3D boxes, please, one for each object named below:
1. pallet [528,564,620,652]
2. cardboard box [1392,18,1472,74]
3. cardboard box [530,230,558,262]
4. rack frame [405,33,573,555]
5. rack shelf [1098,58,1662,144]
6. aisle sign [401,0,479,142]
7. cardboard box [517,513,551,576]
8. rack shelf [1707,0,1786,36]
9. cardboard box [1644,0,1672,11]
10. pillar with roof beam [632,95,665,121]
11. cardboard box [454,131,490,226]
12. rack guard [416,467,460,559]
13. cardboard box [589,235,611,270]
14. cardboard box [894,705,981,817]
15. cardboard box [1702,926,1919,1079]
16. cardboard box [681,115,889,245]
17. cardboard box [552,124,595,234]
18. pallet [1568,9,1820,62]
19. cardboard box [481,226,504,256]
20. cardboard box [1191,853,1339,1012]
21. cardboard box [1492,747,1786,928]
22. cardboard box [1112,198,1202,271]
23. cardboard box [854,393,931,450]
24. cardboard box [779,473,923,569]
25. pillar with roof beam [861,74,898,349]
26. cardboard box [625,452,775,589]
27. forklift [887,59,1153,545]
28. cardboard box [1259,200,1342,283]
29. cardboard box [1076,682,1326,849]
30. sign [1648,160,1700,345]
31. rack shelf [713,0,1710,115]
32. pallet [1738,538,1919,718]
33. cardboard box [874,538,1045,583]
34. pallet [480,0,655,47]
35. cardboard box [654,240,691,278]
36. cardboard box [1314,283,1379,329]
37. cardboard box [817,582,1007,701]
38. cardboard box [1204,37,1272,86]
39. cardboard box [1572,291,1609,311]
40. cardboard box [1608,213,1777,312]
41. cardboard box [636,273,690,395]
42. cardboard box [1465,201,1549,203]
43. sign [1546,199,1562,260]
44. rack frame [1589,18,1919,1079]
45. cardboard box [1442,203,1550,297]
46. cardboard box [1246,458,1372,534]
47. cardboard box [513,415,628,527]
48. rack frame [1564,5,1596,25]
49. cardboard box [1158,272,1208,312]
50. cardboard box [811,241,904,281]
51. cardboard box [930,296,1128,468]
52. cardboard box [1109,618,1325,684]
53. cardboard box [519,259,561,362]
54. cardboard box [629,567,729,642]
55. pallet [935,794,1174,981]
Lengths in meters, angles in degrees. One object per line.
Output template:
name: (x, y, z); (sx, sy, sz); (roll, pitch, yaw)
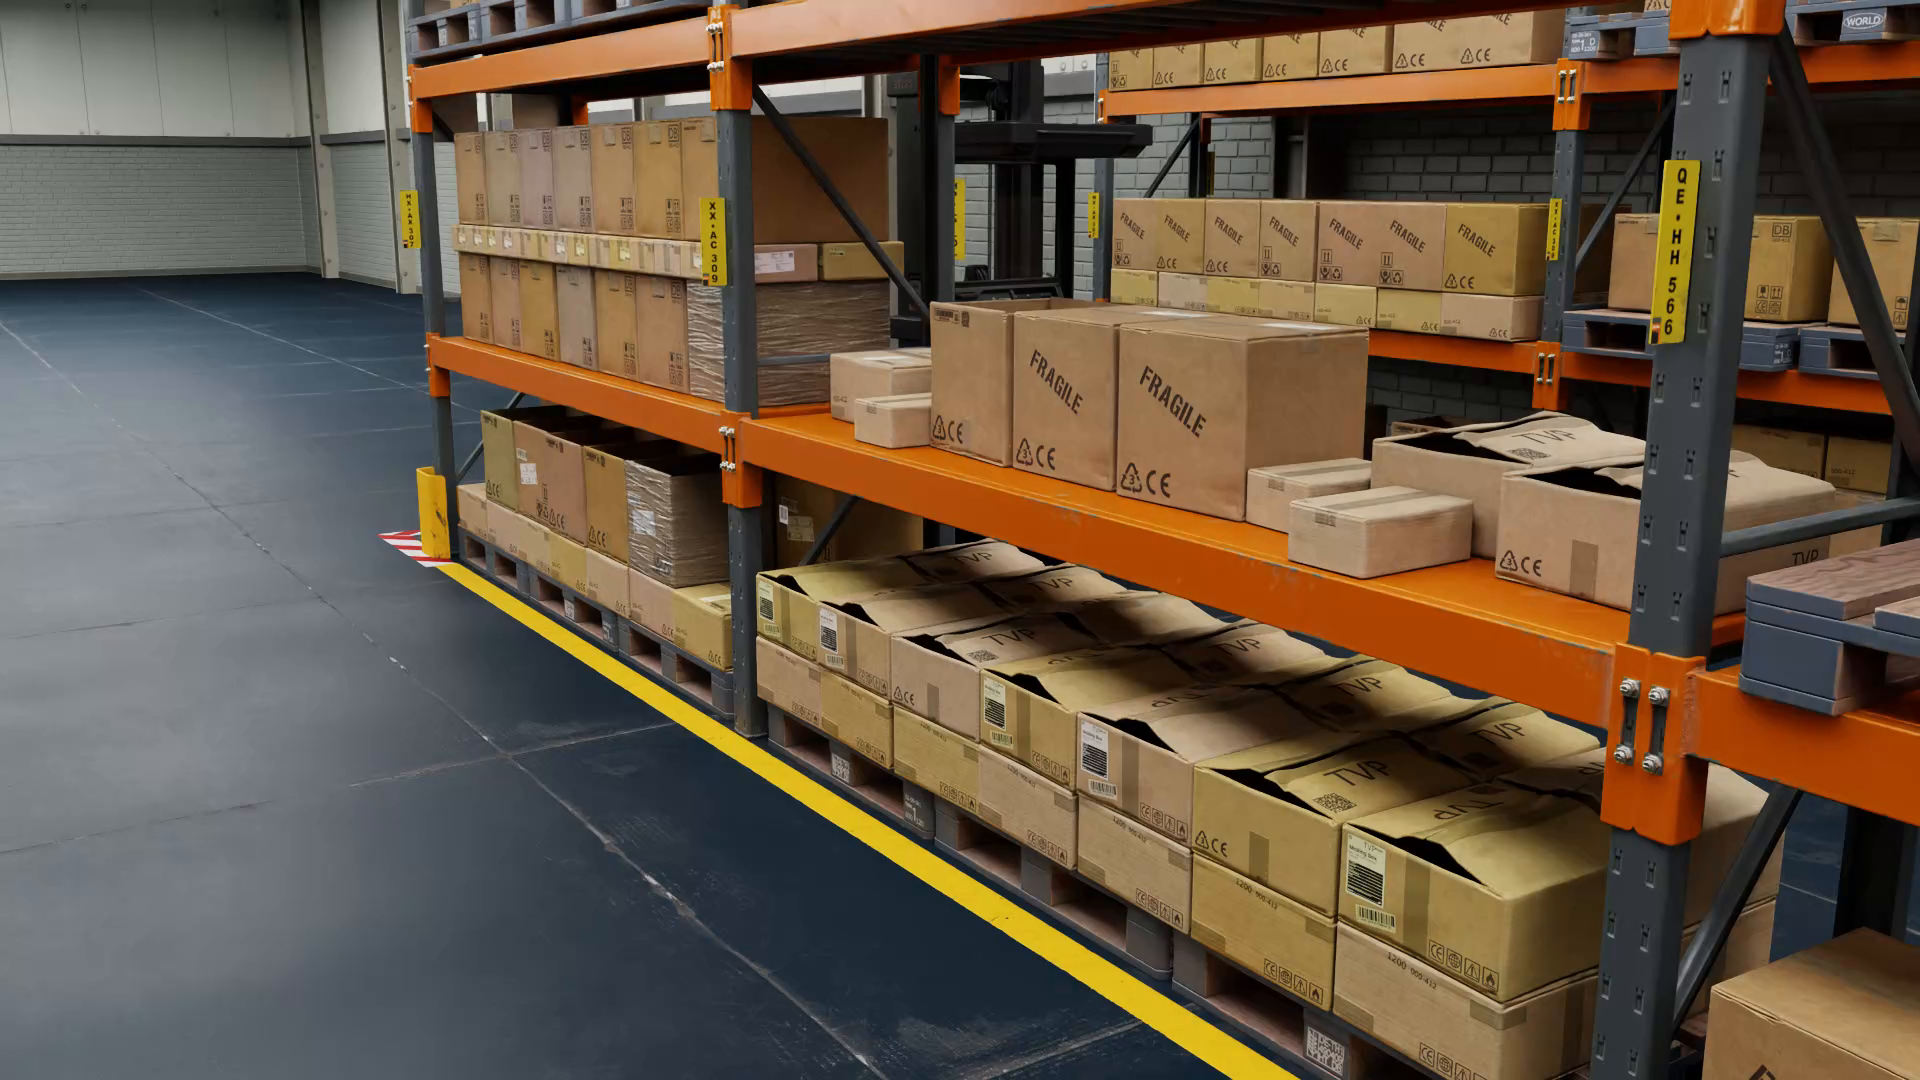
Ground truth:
pallet: (-1.555, 0.269, 8.636); (1.003, 0.211, 1.213); (-8, 15, -33)
cardboard box: (2.898, -2.992, 9.722); (0.500, 0.500, 0.500); (-10, 16, -37)
cardboard box: (-1.932, -1.482, 8.367); (0.380, 0.149, 0.250); (-8, 15, -33)
rack frame: (-2.685, -1.441, 9.929); (1.000, 3.000, 0.127); (-8, 15, -33)
rack shelf: (2.545, -2.786, 10.743); (1.077, 0.370, 4.000); (-8, 15, -33)
aisle sign: (-2.977, -2.686, 9.539); (0.394, 0.787, 0.004); (-8, 15, -33)
cardboard box: (-2.017, -0.003, 8.809); (0.500, 0.250, 0.500); (-8, 15, -33)
rack shelf: (2.855, -0.776, 1.552); (1.077, 0.370, 4.000); (-8, 15, -33)
cardboard box: (3.889, -2.929, 8.496); (0.500, 0.500, 0.500); (-6, 14, -25)
pillar with roof beam: (-7.688, -6.561, 19.300); (9.100, 9.000, 0.400); (-8, 15, -33)
cardboard box: (-2.408, -2.029, 9.350); (0.700, 0.500, 0.500); (-8, 15, -33)
rack guard: (-2.699, -0.224, 10.215); (1.175, 0.500, 0.348); (-8, 15, -33)
cardboard box: (-1.500, -1.344, 7.734); (0.380, 0.149, 0.250); (-8, 14, -31)
cardboard box: (0.120, 0.693, 5.626); (0.500, 0.250, 0.500); (-9, 15, -34)
cardboard box: (1.761, 1.103, 3.118); (0.500, 0.500, 0.500); (-7, 14, -30)
cardboard box: (-0.720, -1.490, 6.884); (0.700, 0.500, 0.500); (-8, 15, -32)
cardboard box: (-1.554, -1.758, 8.108); (0.700, 0.500, 0.500); (-8, 15, -33)
pallet: (3.906, -2.568, 8.500); (1.213, 0.211, 1.003); (-8, 15, -33)
cardboard box: (-2.362, -1.620, 8.996); (0.380, 0.149, 0.250); (-8, 15, -33)
cardboard box: (0.964, 0.964, 4.385); (0.500, 0.250, 0.500); (-8, 15, -33)
cardboard box: (1.701, 0.718, 4.196); (0.500, 0.311, 0.500); (-8, 14, -31)
cardboard box: (1.451, -2.210, 11.996); (0.500, 0.500, 0.500); (-8, 15, -33)
cardboard box: (-0.148, -0.425, 5.871); (0.380, 0.149, 0.250); (-8, 15, -33)
cardboard box: (-0.465, -0.077, 7.391); (0.500, 0.500, 0.500); (-8, 15, -33)
pillar with roof beam: (-4.364, -5.494, 14.420); (9.100, 9.000, 0.400); (-8, 15, -33)
cardboard box: (-1.175, -0.104, 7.516); (0.500, 0.500, 0.500); (-8, 15, -33)
forklift: (0.394, -1.328, 9.573); (1.130, 2.935, 3.031); (-10, 16, -38)
cardboard box: (2.293, -1.938, 10.751); (0.500, 0.500, 0.500); (-8, 14, -31)
cardboard box: (0.681, 0.600, 4.735); (0.500, 0.311, 0.500); (-8, 15, -33)
sign: (1.287, -0.517, 2.996); (0.100, 0.325, 0.005); (-8, 15, -33)
rack shelf: (0.639, -1.488, 4.805); (1.077, 0.370, 4.000); (-8, 15, -33)
pallet: (2.181, 0.188, 2.930); (1.213, 0.211, 1.003); (-8, 15, -33)
cardboard box: (-0.006, 0.173, 6.690); (0.500, 0.311, 0.500); (-8, 15, -33)
pallet: (-1.635, -2.517, 8.035); (1.003, 0.211, 1.213); (-8, 15, -33)
cardboard box: (-1.081, -1.209, 7.115); (0.380, 0.149, 0.250); (-9, 15, -34)
cardboard box: (2.577, -1.478, 10.405); (0.500, 0.250, 0.500); (-8, 15, -33)
cardboard box: (-0.175, 0.327, 5.984); (0.500, 0.311, 0.500); (-8, 15, -33)
cardboard box: (1.973, -3.271, 10.996); (0.500, 0.500, 0.500); (-7, 14, -30)
cardboard box: (3.571, -1.362, 9.872); (0.500, 0.250, 0.500); (-8, 15, -32)
cardboard box: (3.906, -1.486, 8.870); (0.700, 0.500, 0.500); (-8, 15, -33)
cardboard box: (-1.018, -0.949, 7.448); (0.700, 0.500, 0.500); (-8, 15, -33)
cardboard box: (3.283, -1.820, 10.212); (0.500, 0.500, 0.500); (-8, 15, -33)
sign: (3.205, -1.674, 8.967); (0.100, 0.325, 0.005); (-8, 15, -33)
rack frame: (1.750, -0.018, 3.424); (0.949, 2.616, 0.053); (-8, 15, -33)
cardboard box: (3.133, -1.667, 9.511); (0.500, 0.500, 0.500); (-8, 15, -33)
cardboard box: (0.994, -0.115, 4.456); (0.380, 0.149, 0.250); (-7, 14, -29)
cardboard box: (-2.007, -0.371, 8.736); (0.500, 0.500, 0.500); (-8, 15, -33)
rack frame: (3.653, -4.247, 8.719); (1.000, 3.000, 0.127); (-8, 15, -33)
cardboard box: (1.742, -1.749, 11.644); (0.500, 0.250, 0.500); (-9, 15, -35)
cardboard box: (-0.457, -1.166, 6.919); (0.380, 0.149, 0.250); (-8, 15, -33)
cardboard box: (0.235, -0.546, 5.603); (0.500, 0.500, 0.500); (-7, 14, -29)
cardboard box: (0.837, 0.444, 5.453); (0.500, 0.311, 0.500); (-8, 15, -33)
cardboard box: (-1.872, -1.223, 8.700); (0.700, 0.500, 0.500); (-8, 15, -32)
cardboard box: (-1.177, 0.262, 7.595); (0.500, 0.250, 0.500); (-8, 15, -33)
pallet: (0.652, 0.976, 5.402); (1.003, 0.211, 1.213); (-8, 15, -33)
